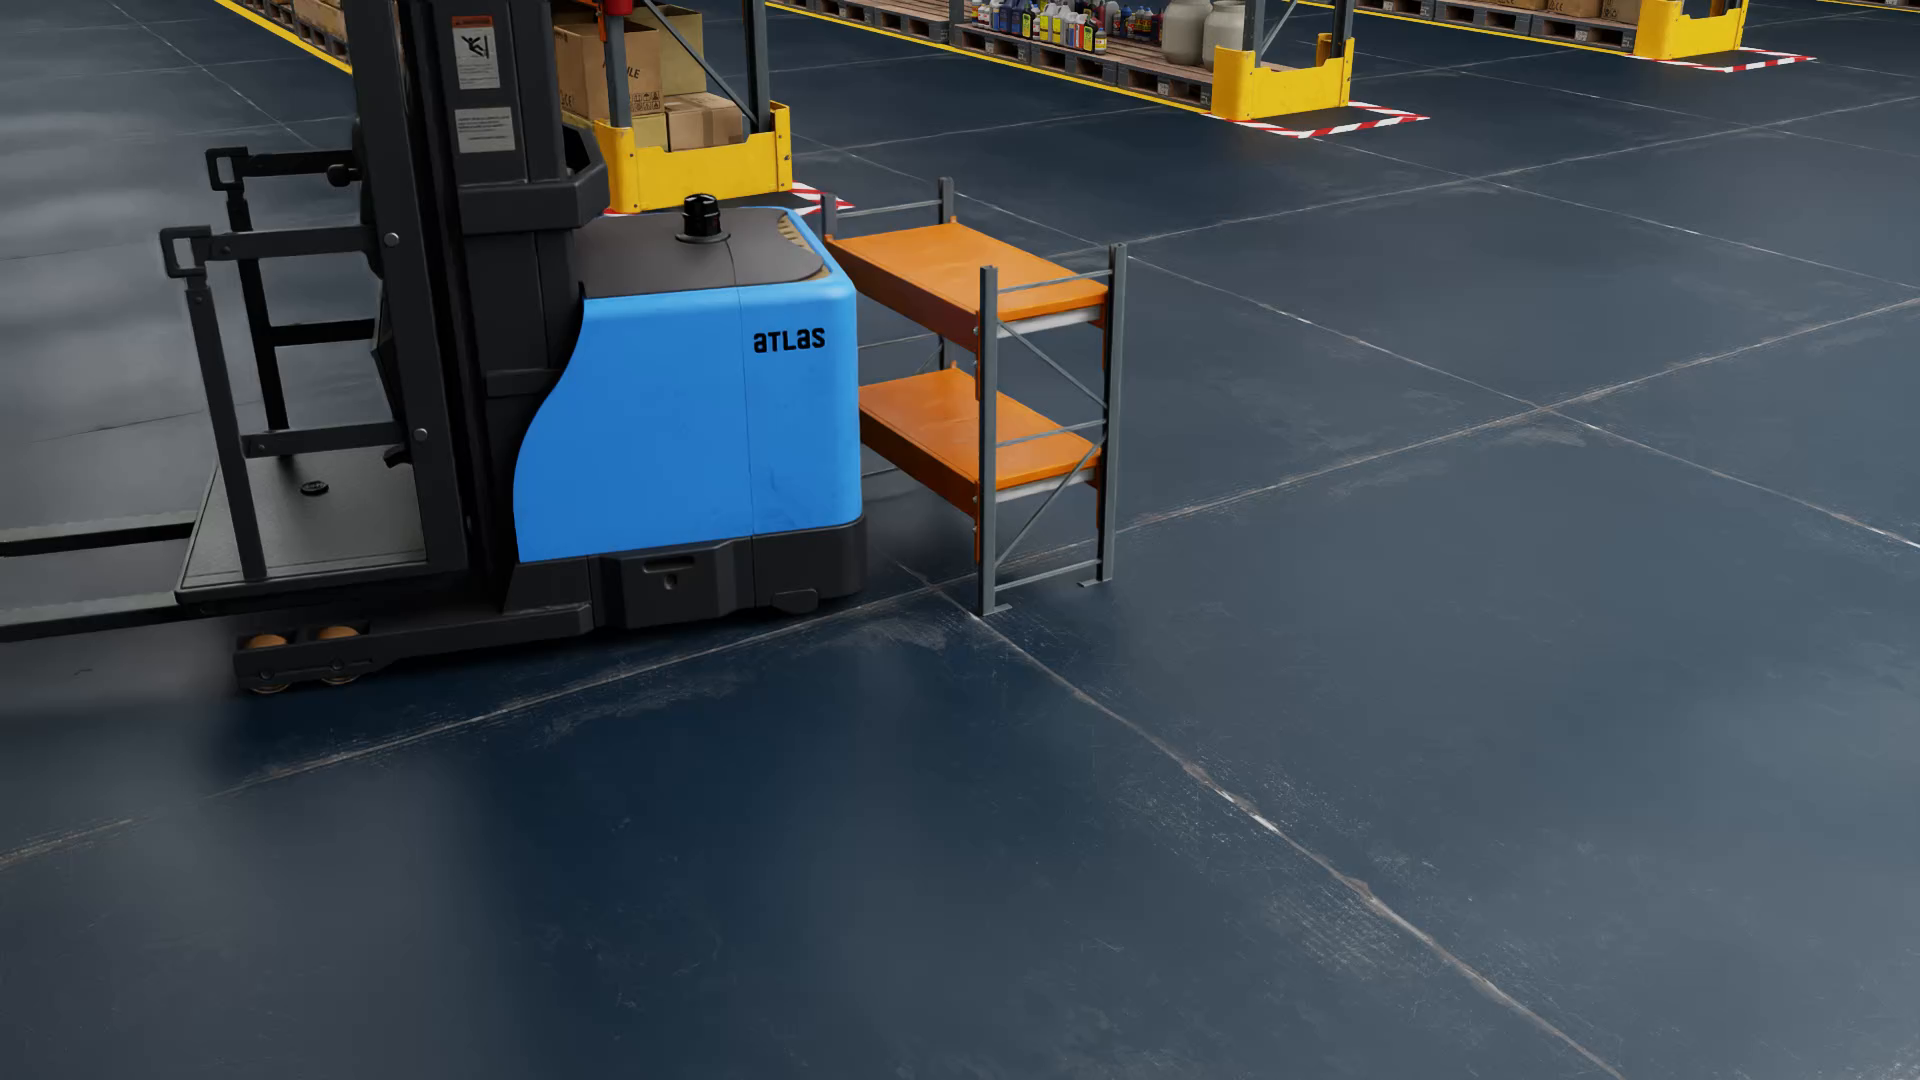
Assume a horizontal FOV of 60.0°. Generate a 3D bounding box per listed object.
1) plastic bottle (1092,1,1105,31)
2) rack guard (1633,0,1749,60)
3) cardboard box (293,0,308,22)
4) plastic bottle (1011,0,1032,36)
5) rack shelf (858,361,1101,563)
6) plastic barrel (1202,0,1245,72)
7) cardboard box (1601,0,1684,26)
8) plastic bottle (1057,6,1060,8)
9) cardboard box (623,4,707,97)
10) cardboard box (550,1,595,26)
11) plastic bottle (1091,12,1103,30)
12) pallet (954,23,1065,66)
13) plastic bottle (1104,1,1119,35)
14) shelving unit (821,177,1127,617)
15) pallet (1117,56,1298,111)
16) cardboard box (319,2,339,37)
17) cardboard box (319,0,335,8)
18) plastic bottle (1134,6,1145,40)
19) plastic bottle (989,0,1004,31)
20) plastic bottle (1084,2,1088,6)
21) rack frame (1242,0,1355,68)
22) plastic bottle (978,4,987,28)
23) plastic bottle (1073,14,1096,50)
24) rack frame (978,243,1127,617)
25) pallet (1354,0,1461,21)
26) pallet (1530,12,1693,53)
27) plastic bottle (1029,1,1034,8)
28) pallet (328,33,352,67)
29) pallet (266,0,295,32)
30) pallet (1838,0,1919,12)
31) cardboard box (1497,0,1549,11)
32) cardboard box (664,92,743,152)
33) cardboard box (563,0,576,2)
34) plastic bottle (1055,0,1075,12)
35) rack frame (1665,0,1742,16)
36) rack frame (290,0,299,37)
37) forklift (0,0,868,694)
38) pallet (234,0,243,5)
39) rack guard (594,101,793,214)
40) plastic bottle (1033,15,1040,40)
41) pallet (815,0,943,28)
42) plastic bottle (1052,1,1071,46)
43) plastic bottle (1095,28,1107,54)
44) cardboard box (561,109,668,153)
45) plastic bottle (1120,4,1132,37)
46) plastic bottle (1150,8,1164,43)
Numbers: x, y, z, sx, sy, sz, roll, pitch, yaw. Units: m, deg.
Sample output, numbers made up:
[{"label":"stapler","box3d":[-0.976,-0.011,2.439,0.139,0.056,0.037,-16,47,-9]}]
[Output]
[{"label":"plastic bottle","box3d":[1.220,-4.606,14.659,0.061,0.283,0.133,-16,29,-30]},{"label":"rack guard","box3d":[6.641,-4.687,15.092,1.175,0.500,0.348,-16,29,-30]},{"label":"cardboard box","box3d":[-5.947,-5.035,15.630,0.500,0.250,0.500,-16,29,-30]},{"label":"plastic bottle","box3d":[0.545,-4.614,14.599,0.144,0.351,0.185,-17,30,-32]},{"label":"rack shelf","box3d":[0.017,-0.291,5.621,0.538,0.278,1.000,-14,29,-28]},{"label":"plastic barrel","box3d":[2.109,-3.918,12.958,0.421,0.512,0.421,0,25,0]},{"label":"cardboard box","box3d":[6.356,-5.077,15.426,0.500,0.500,0.500,-10,27,-20]},{"label":"plastic bottle","box3d":[0.888,-4.472,14.385,0.152,0.276,0.135,-16,29,-30]},{"label":"cardboard box","box3d":[-2.000,-3.190,10.845,0.500,0.500,0.500,-16,29,-30]},{"label":"cardboard box","box3d":[-2.720,-3.245,10.961,0.500,0.500,0.500,-16,29,-30]},{"label":"plastic bottle","box3d":[1.137,-4.283,13.975,0.061,0.283,0.133,-16,29,-30]},{"label":"pallet","box3d":[0.681,-4.555,15.153,1.003,0.211,1.213,-16,29,-30]},{"label":"plastic bottle","box3d":[1.309,-4.627,14.713,0.152,0.276,0.135,-15,29,-29]},{"label":"shelving unit","box3d":[0.017,-0.512,5.517,0.538,1.125,1.048,-14,29,-28]},{"label":"pallet","box3d":[2.013,-3.683,13.304,1.003,0.211,1.213,-16,29,-30]},{"label":"cardboard box","box3d":[-5.383,-4.671,14.859,0.500,0.250,0.500,-16,30,-31]},{"label":"cardboard box","box3d":[-5.377,-4.920,14.729,0.500,0.311,0.500,-16,30,-31]},{"label":"plastic bottle","box3d":[1.562,-4.480,14.408,0.097,0.271,0.097,0,25,0]},{"label":"plastic bottle","box3d":[0.355,-4.708,14.885,0.152,0.276,0.135,-14,29,-28]},{"label":"plastic bottle","box3d":[1.171,-4.757,14.979,0.061,0.283,0.133,-13,28,-26]},{"label":"rack frame","box3d":[2.533,-4.636,12.056,1.000,3.000,0.127,-16,29,-30]},{"label":"plastic bottle","box3d":[0.211,-4.747,15.055,0.097,0.201,0.097,0,25,0]},{"label":"plastic bottle","box3d":[1.048,-4.254,13.923,0.152,0.276,0.135,-15,29,-29]},{"label":"rack frame","box3d":[0.279,-0.326,5.123,0.500,1.125,0.032,-14,29,-28]},{"label":"pallet","box3d":[4.895,-5.728,17.636,1.003,0.211,1.213,-16,29,-30]},{"label":"pallet","box3d":[6.227,-4.855,15.787,1.003,0.211,1.213,-16,29,-30]},{"label":"plastic bottle","box3d":[0.622,-4.622,14.709,0.097,0.271,0.097,0,25,0]},{"label":"pallet","box3d":[-4.908,-4.344,14.704,1.003,0.211,1.213,-16,29,-30]},{"label":"pallet","box3d":[-6.363,-5.359,16.855,1.003,0.211,1.213,-16,29,-30]},{"label":"pallet","box3d":[10.391,-5.916,18.036,1.003,0.211,1.213,-16,29,-30]},{"label":"cardboard box","box3d":[5.675,-5.511,16.346,0.500,0.500,0.500,-13,28,-25]},{"label":"cardboard box","box3d":[-1.726,-2.673,10.627,0.500,0.250,0.500,-16,29,-30]},{"label":"cardboard box","box3d":[-2.543,-3.549,11.605,0.500,0.500,0.500,-16,29,-30]},{"label":"plastic bottle","box3d":[0.936,-4.758,14.991,0.152,0.276,0.135,-16,29,-30]},{"label":"rack frame","box3d":[6.682,-5.790,14.501,1.000,3.000,0.127,-16,29,-30]},{"label":"rack frame","box3d":[-5.987,-6.344,15.675,1.000,3.000,0.127,-16,29,-30]},{"label":"forklift","box3d":[-1.869,-1.132,4.715,3.031,2.935,1.130,-7,26,-14]},{"label":"pallet","box3d":[-7.695,-6.232,18.703,1.003,0.211,1.213,-16,29,-30]},{"label":"rack guard","box3d":[-1.606,-2.344,10.129,1.175,0.500,0.348,-16,29,-30]},{"label":"plastic bottle","box3d":[0.680,-4.440,14.405,0.097,0.201,0.097,0,25,0]},{"label":"pallet","box3d":[-0.782,-5.514,17.183,1.003,0.211,1.213,-16,29,-30]},{"label":"plastic bottle","box3d":[0.879,-4.396,14.136,0.144,0.351,0.185,-14,29,-27]},{"label":"plastic bottle","box3d":[1.163,-4.124,13.735,0.097,0.201,0.097,0,25,0]},{"label":"cardboard box","box3d":[-2.160,-2.552,10.371,0.500,0.250,0.500,-16,29,-30]},{"label":"plastic bottle","box3d":[1.452,-4.553,14.561,0.097,0.271,0.097,0,25,0]},{"label":"plastic bottle","box3d":[1.696,-4.413,14.250,0.061,0.283,0.133,-15,29,-29]}]
